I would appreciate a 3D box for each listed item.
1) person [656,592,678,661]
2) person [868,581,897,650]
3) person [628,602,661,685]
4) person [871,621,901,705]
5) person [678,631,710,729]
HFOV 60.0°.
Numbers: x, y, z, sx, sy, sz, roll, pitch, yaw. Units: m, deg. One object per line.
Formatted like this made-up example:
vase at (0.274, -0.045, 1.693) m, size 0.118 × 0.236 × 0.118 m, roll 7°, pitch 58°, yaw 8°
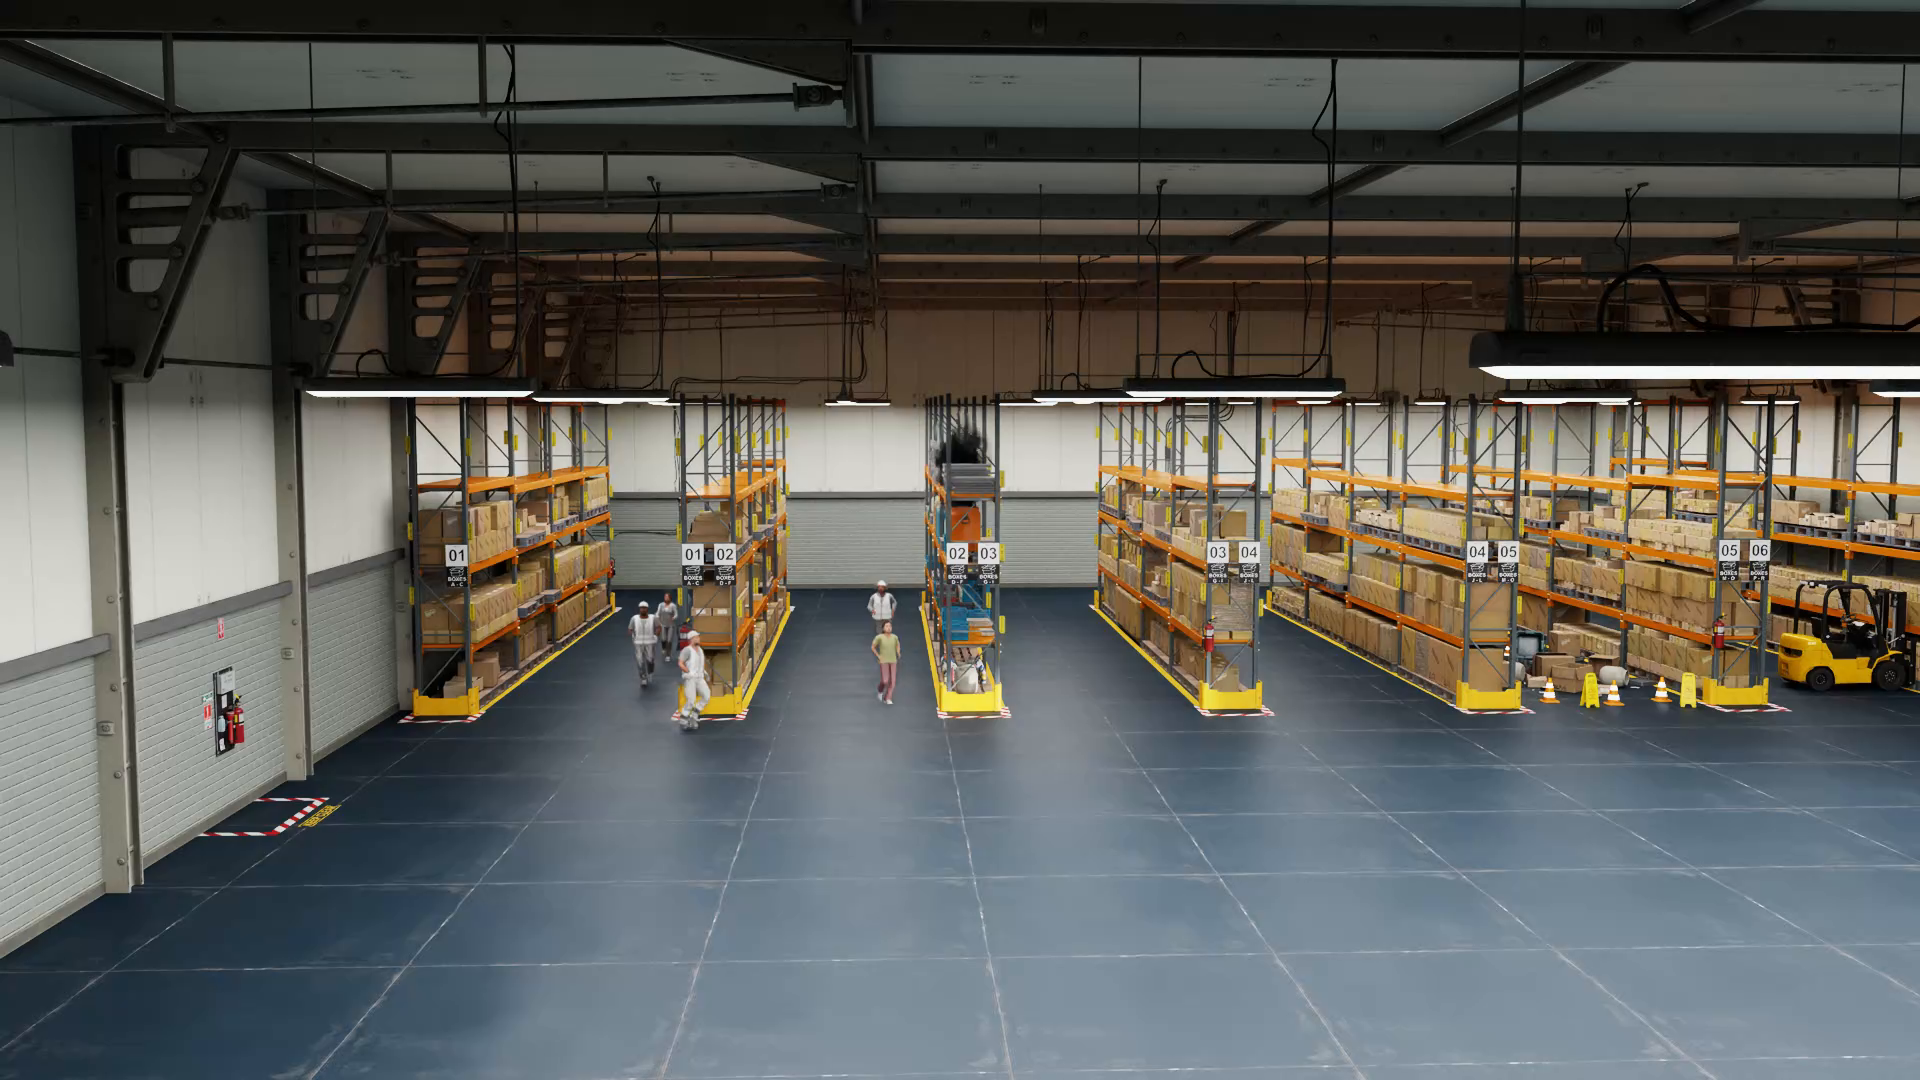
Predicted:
person at (-6.646, 1.972, 37.652) m, size 0.503 × 1.559 × 0.493 m, roll 0°, pitch 5°, yaw -6°
person at (-1.795, 1.821, 38.340) m, size 0.674 × 1.775 × 0.937 m, roll 0°, pitch 5°, yaw 1°
person at (-6.495, 2.141, 34.226) m, size 0.669 × 1.737 × 0.589 m, roll -1°, pitch 5°, yaw -7°
person at (-1.396, 2.369, 32.146) m, size 0.576 × 1.622 × 0.556 m, roll -2°, pitch 5°, yaw -22°
person at (-4.714, 2.497, 29.730) m, size 0.573 × 1.738 × 0.689 m, roll 4°, pitch 6°, yaw 38°
